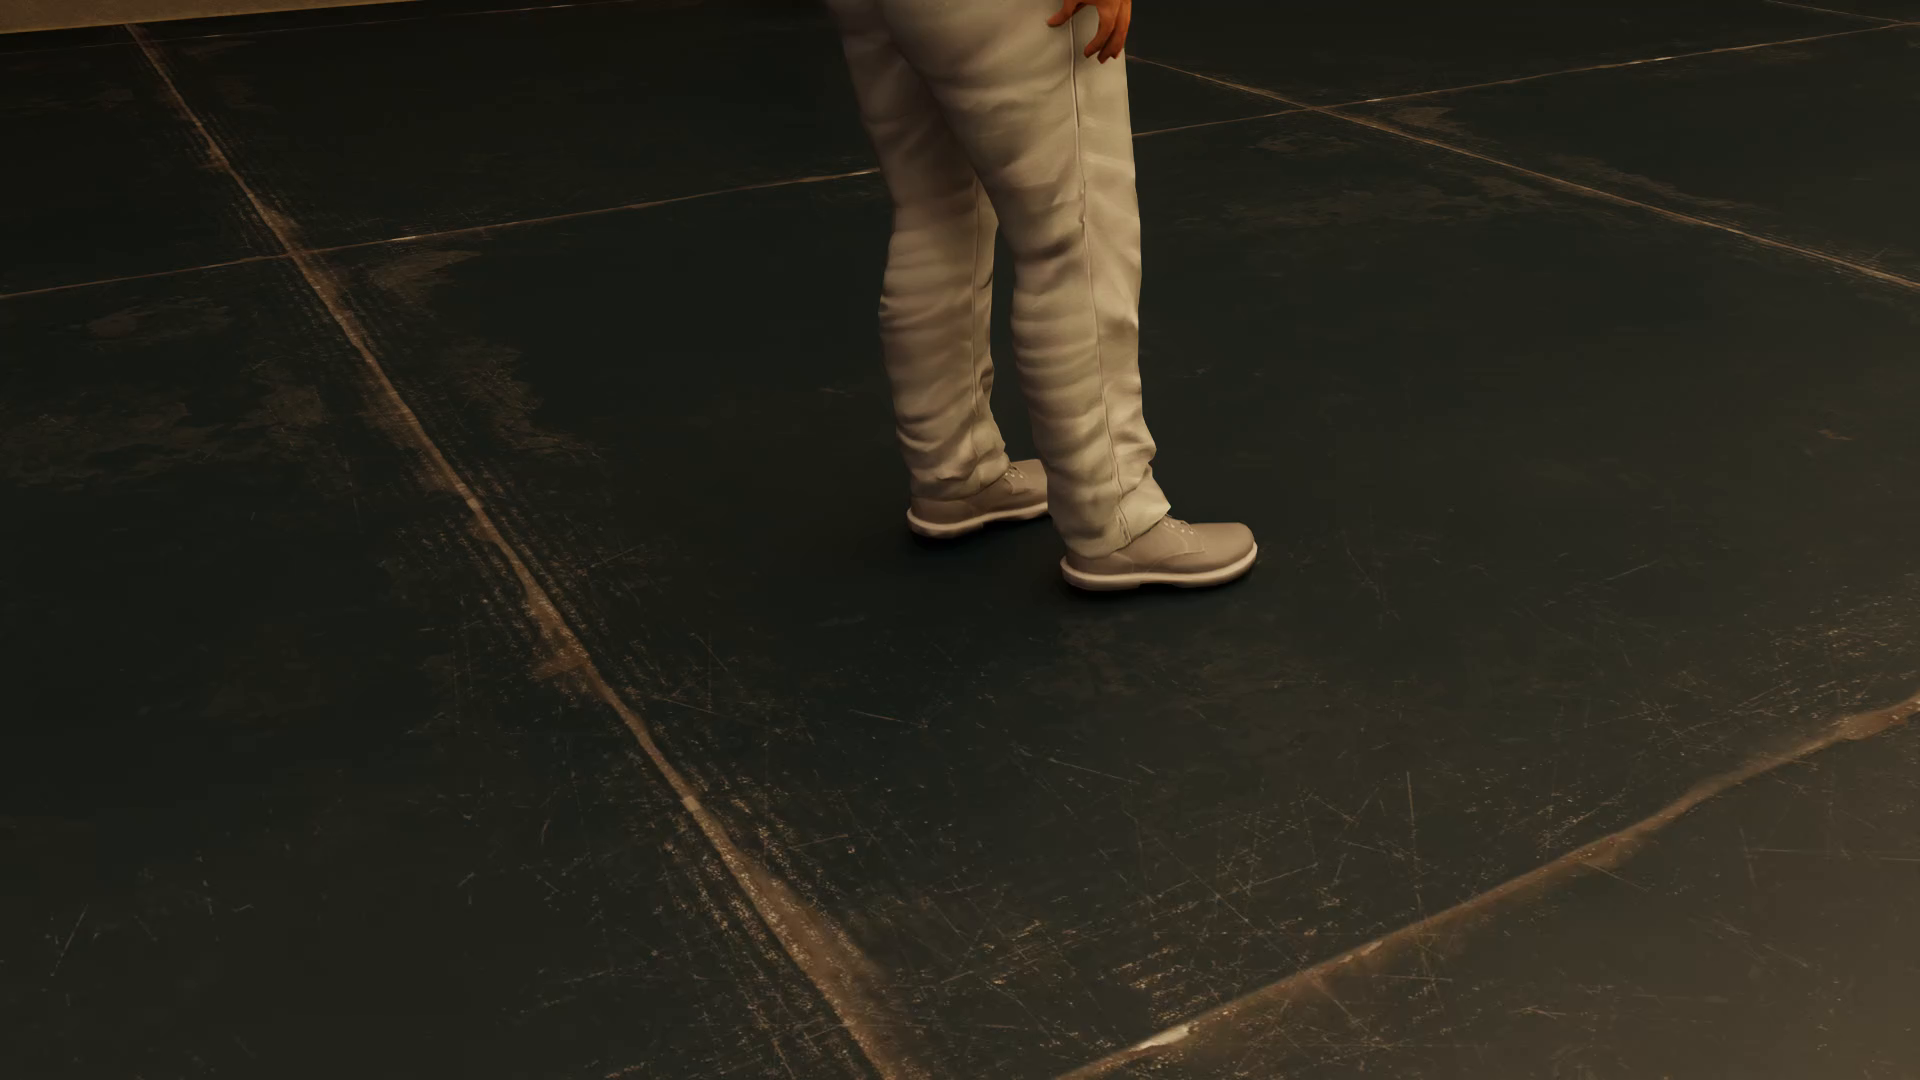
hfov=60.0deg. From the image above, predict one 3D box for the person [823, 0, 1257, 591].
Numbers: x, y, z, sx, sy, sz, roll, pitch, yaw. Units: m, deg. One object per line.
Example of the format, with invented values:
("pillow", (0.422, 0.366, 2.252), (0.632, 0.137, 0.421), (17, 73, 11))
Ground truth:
("person", (0.078, -0.758, 2.136), (0.529, 1.670, 0.598), (-15, 30, -26))
